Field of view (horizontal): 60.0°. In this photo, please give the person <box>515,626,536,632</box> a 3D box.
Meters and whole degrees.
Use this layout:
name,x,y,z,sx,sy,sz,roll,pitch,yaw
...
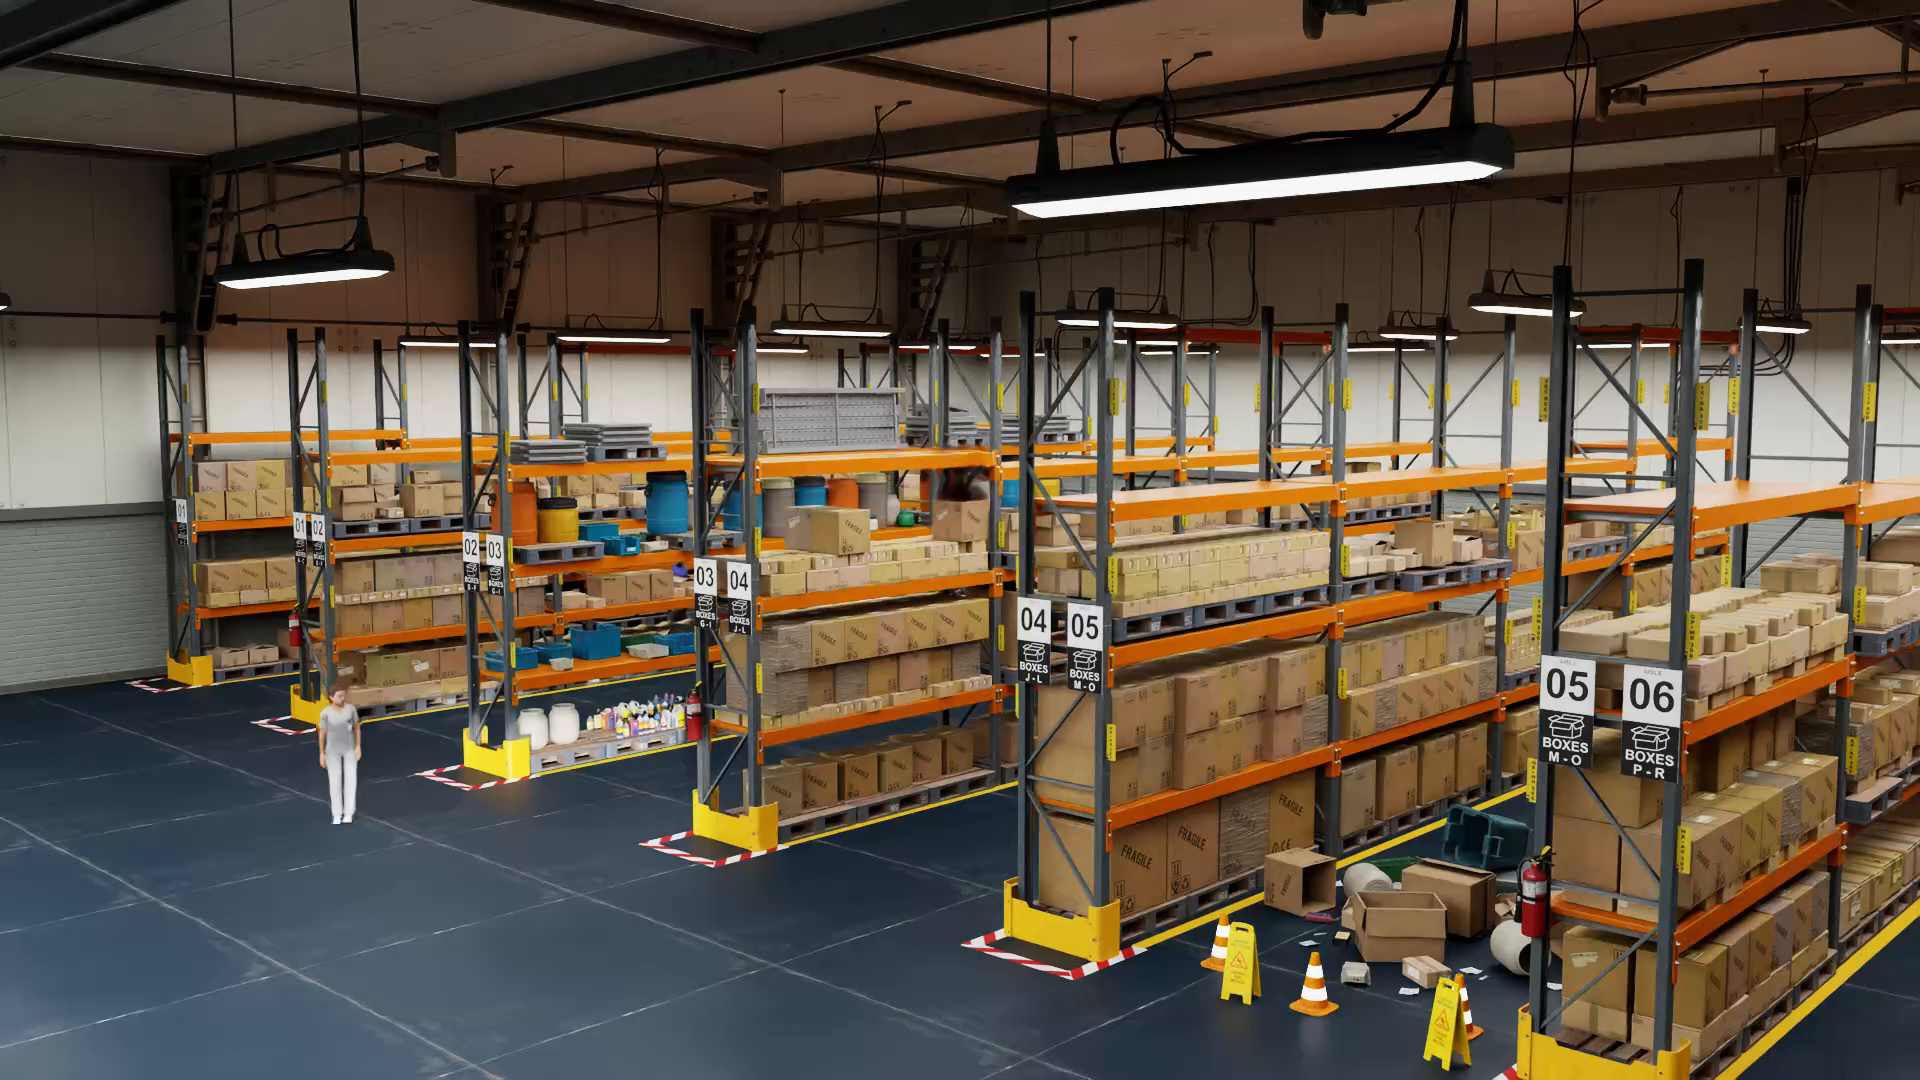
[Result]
name,x,y,z,sx,sy,sz,roll,pitch,yaw
person,-7.892,1.473,29.895,0.485,1.756,0.650,3,6,30

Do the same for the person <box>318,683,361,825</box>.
name,x,y,z,sx,sy,sz,roll,pitch,yaw
person,-7.294,2.502,19.564,0.477,1.683,0.360,-3,6,-30

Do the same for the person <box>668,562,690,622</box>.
name,x,y,z,sx,sy,sz,roll,pitch,yaw
person,-5.799,1.128,34.403,0.526,1.671,0.343,-5,8,-44
